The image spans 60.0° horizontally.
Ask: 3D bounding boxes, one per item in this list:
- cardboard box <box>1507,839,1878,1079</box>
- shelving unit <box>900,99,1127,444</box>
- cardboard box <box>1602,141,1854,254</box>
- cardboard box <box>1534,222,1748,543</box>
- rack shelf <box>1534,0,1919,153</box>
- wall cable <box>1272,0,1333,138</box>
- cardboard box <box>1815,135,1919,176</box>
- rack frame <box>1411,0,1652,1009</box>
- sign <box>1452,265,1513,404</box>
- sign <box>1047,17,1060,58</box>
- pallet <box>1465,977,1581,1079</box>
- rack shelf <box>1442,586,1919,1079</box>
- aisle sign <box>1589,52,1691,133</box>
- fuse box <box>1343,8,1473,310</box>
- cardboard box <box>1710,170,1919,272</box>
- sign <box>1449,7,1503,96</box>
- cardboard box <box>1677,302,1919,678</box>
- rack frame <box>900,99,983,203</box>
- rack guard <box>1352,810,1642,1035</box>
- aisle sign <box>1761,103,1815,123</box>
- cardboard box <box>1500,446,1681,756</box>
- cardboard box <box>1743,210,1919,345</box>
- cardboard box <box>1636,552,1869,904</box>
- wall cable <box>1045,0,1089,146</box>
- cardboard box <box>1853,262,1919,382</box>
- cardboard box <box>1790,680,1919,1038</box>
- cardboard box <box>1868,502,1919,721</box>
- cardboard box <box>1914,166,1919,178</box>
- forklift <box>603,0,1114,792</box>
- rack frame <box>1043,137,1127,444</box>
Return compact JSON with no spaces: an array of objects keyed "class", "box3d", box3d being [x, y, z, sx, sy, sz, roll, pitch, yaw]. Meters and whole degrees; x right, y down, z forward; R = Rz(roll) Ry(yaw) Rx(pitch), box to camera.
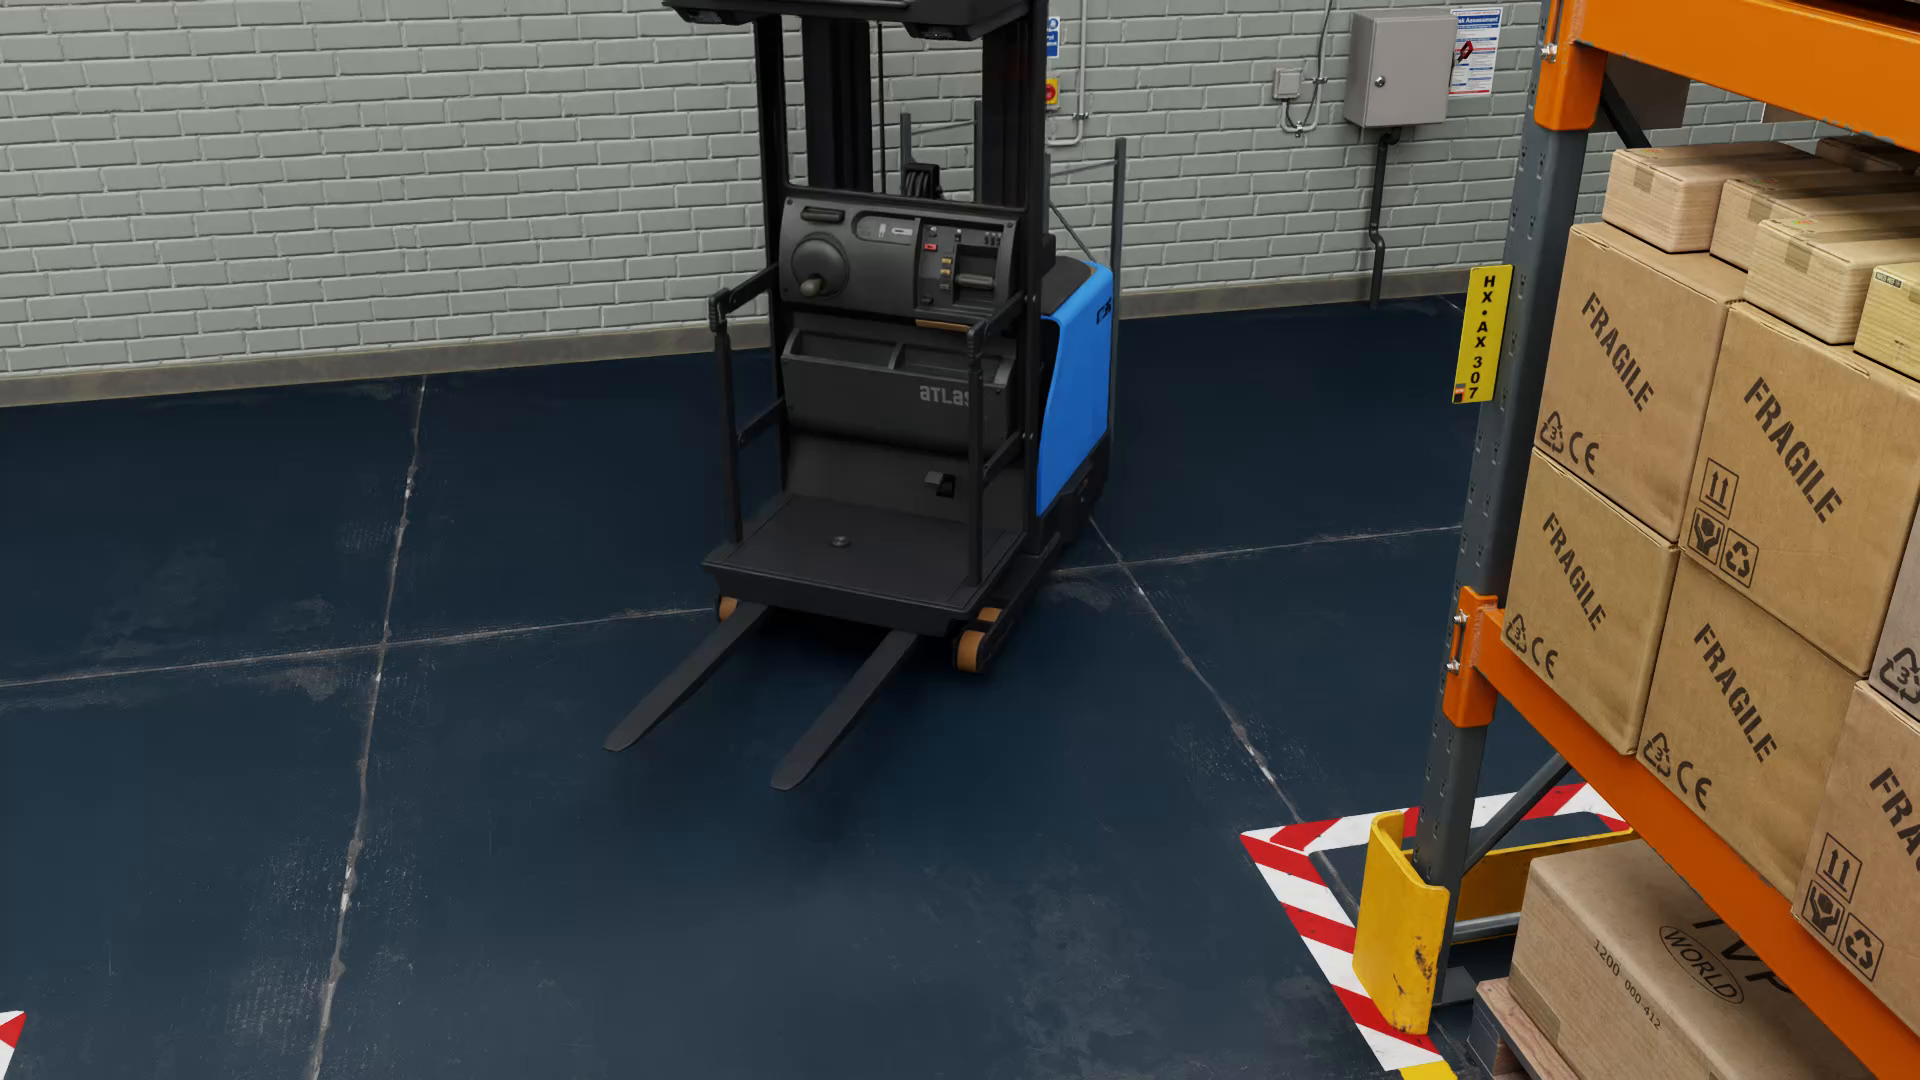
[{"class":"cardboard box","box3d":[1.980,1.137,4.047,0.875,0.438,0.875,-7,28,-13]},{"class":"shelving unit","box3d":[0.234,-1.264,8.090,0.538,1.500,1.048,-20,33,-34]},{"class":"cardboard box","box3d":[1.544,-0.696,3.359,0.380,0.149,0.250,-5,27,-11]},{"class":"cardboard box","box3d":[1.565,-0.351,3.395,0.500,0.500,0.500,-7,28,-13]},{"class":"rack shelf","box3d":[2.185,-0.239,1.864,1.077,0.370,4.000,-6,27,-12]},{"class":"wall cable","box3d":[1.820,-3.175,9.084,0.588,1.984,0.122,-6,27,-12]},{"class":"cardboard box","box3d":[2.010,-0.743,3.452,0.380,0.149,0.250,-6,27,-11]},{"class":"rack frame","box3d":[1.734,-0.099,4.118,1.000,3.000,0.127,-6,27,-12]},{"class":"sign","box3d":[1.192,-0.467,3.798,0.100,0.325,0.005,-6,27,-12]},{"class":"sign","box3d":[0.380,-2.715,9.000,0.327,0.218,0.001,-6,27,-12]},{"class":"pallet","box3d":[1.991,1.489,4.066,1.003,0.211,1.213,-6,27,-12]},{"class":"rack shelf","box3d":[2.185,1.100,2.540,1.077,0.370,4.000,-6,27,-12]},{"class":"aisle sign","box3d":[1.435,-1.262,3.536,0.394,0.787,0.004,-6,27,-12]},{"class":"fuse box","box3d":[2.520,-2.146,9.603,0.539,1.711,0.414,-6,27,-12]},{"class":"cardboard box","box3d":[1.673,-0.588,3.146,0.380,0.149,0.250,-5,27,-10]},{"class":"sign","box3d":[2.955,-2.820,9.614,0.329,0.494,0.001,-6,27,-12]},{"class":"cardboard box","box3d":[1.688,-0.125,2.947,0.500,0.500,0.500,-7,28,-13]},{"class":"rack frame","box3d":[-0.082,-1.444,8.446,0.500,1.500,0.032,-20,33,-34]},{"class":"rack guard","box3d":[1.729,1.006,4.702,1.175,0.500,0.348,-6,27,-12]},{"class":"aisle sign","box3d":[2.020,-1.323,3.657,0.394,0.787,0.004,-6,27,-12]},{"class":"cardboard box","box3d":[1.563,0.096,3.620,0.500,0.500,0.500,-6,27,-12]},{"class":"cardboard box","box3d":[1.620,-0.462,2.897,0.380,0.149,0.250,-5,27,-10]},{"class":"cardboard box","box3d":[1.704,0.315,3.186,0.500,0.500,0.500,-6,27,-12]},{"class":"wall cable","box3d":[0.441,-3.040,8.781,0.585,1.953,0.123,-6,27,-12]},{"class":"cardboard box","box3d":[1.697,-0.349,2.671,0.380,0.149,0.250,-7,28,-13]},{"class":"cardboard box","box3d":[1.801,0.540,2.740,0.500,0.500,0.500,-6,27,-12]},{"class":"cardboard box","box3d":[1.812,0.101,2.501,0.500,0.500,0.500,-6,27,-12]},{"class":"cardboard box","box3d":[2.091,-0.634,3.236,0.380,0.149,0.250,-5,27,-11]},{"class":"forklift","box3d":[-0.314,-1.016,6.010,1.130,2.935,3.031,10,28,18]},{"class":"rack frame","box3d":[0.549,-1.085,7.734,0.500,1.500,0.032,-20,33,-34]}]
